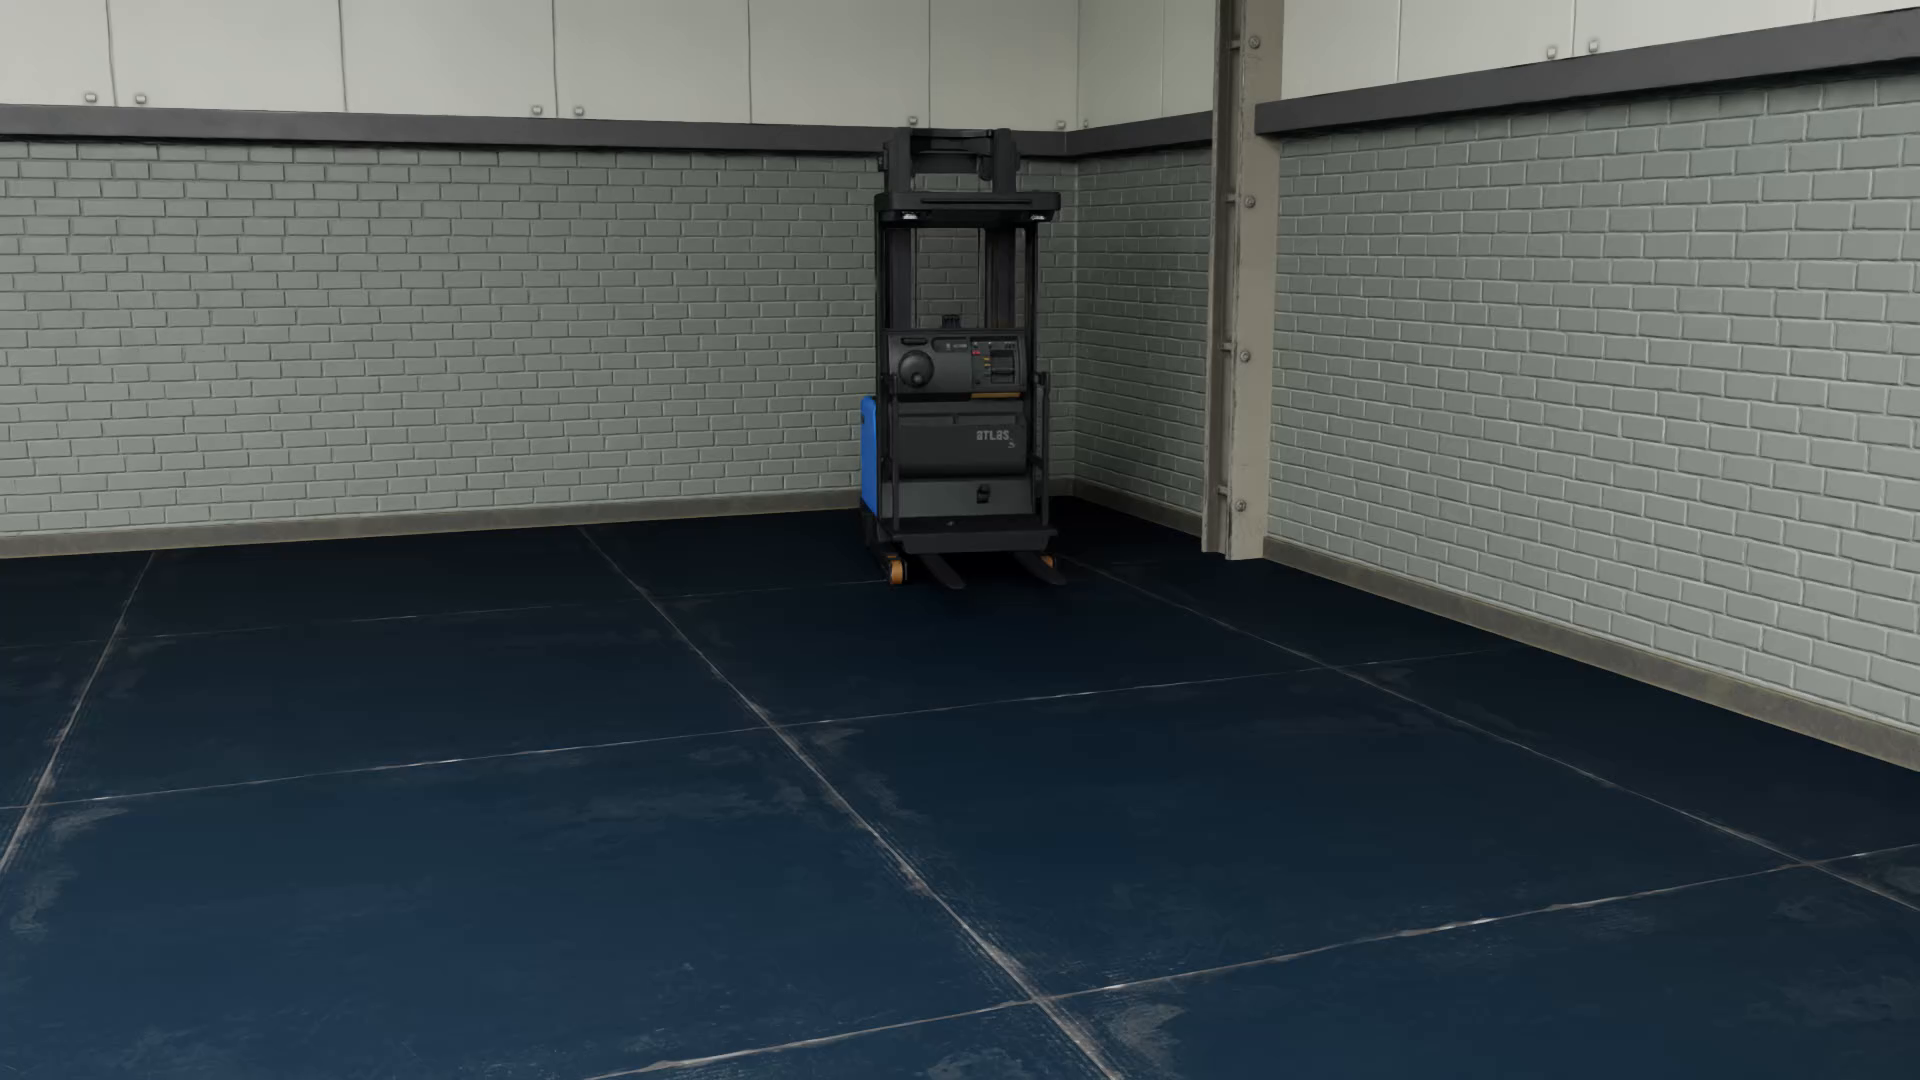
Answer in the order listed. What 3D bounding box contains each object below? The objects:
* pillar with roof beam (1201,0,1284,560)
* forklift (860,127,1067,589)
[{"bbox_3d":[-2.061,-4.057,9.532,9.100,9.000,0.400,-4,11,-21],"label":"pillar with roof beam"},{"bbox_3d":[0.022,-1.218,10.900,1.130,2.935,3.031,-2,10,-10],"label":"forklift"}]
